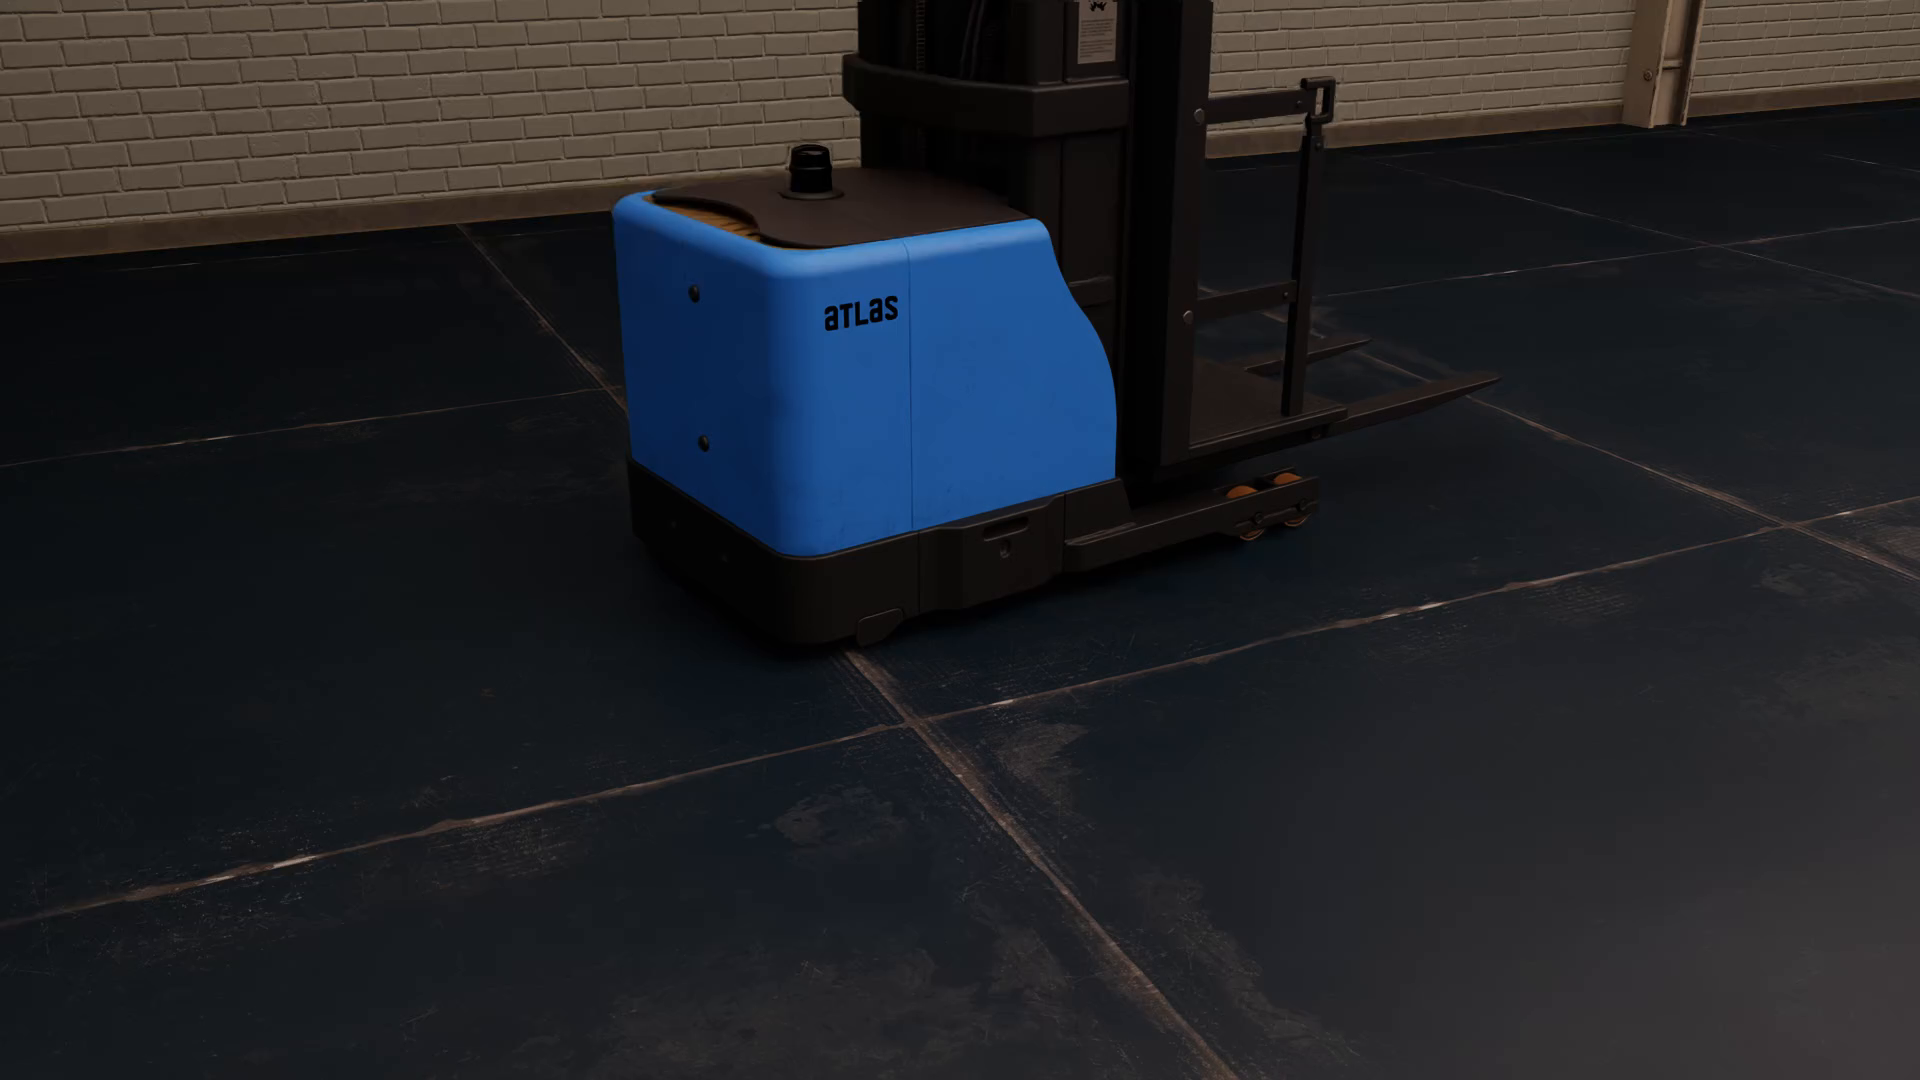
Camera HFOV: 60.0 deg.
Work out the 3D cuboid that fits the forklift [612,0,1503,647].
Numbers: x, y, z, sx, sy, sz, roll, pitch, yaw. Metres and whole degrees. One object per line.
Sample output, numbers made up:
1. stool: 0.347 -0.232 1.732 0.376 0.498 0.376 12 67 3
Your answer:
1. forklift: 0.513 -1.501 4.900 3.031 2.935 1.130 -15 27 -32
